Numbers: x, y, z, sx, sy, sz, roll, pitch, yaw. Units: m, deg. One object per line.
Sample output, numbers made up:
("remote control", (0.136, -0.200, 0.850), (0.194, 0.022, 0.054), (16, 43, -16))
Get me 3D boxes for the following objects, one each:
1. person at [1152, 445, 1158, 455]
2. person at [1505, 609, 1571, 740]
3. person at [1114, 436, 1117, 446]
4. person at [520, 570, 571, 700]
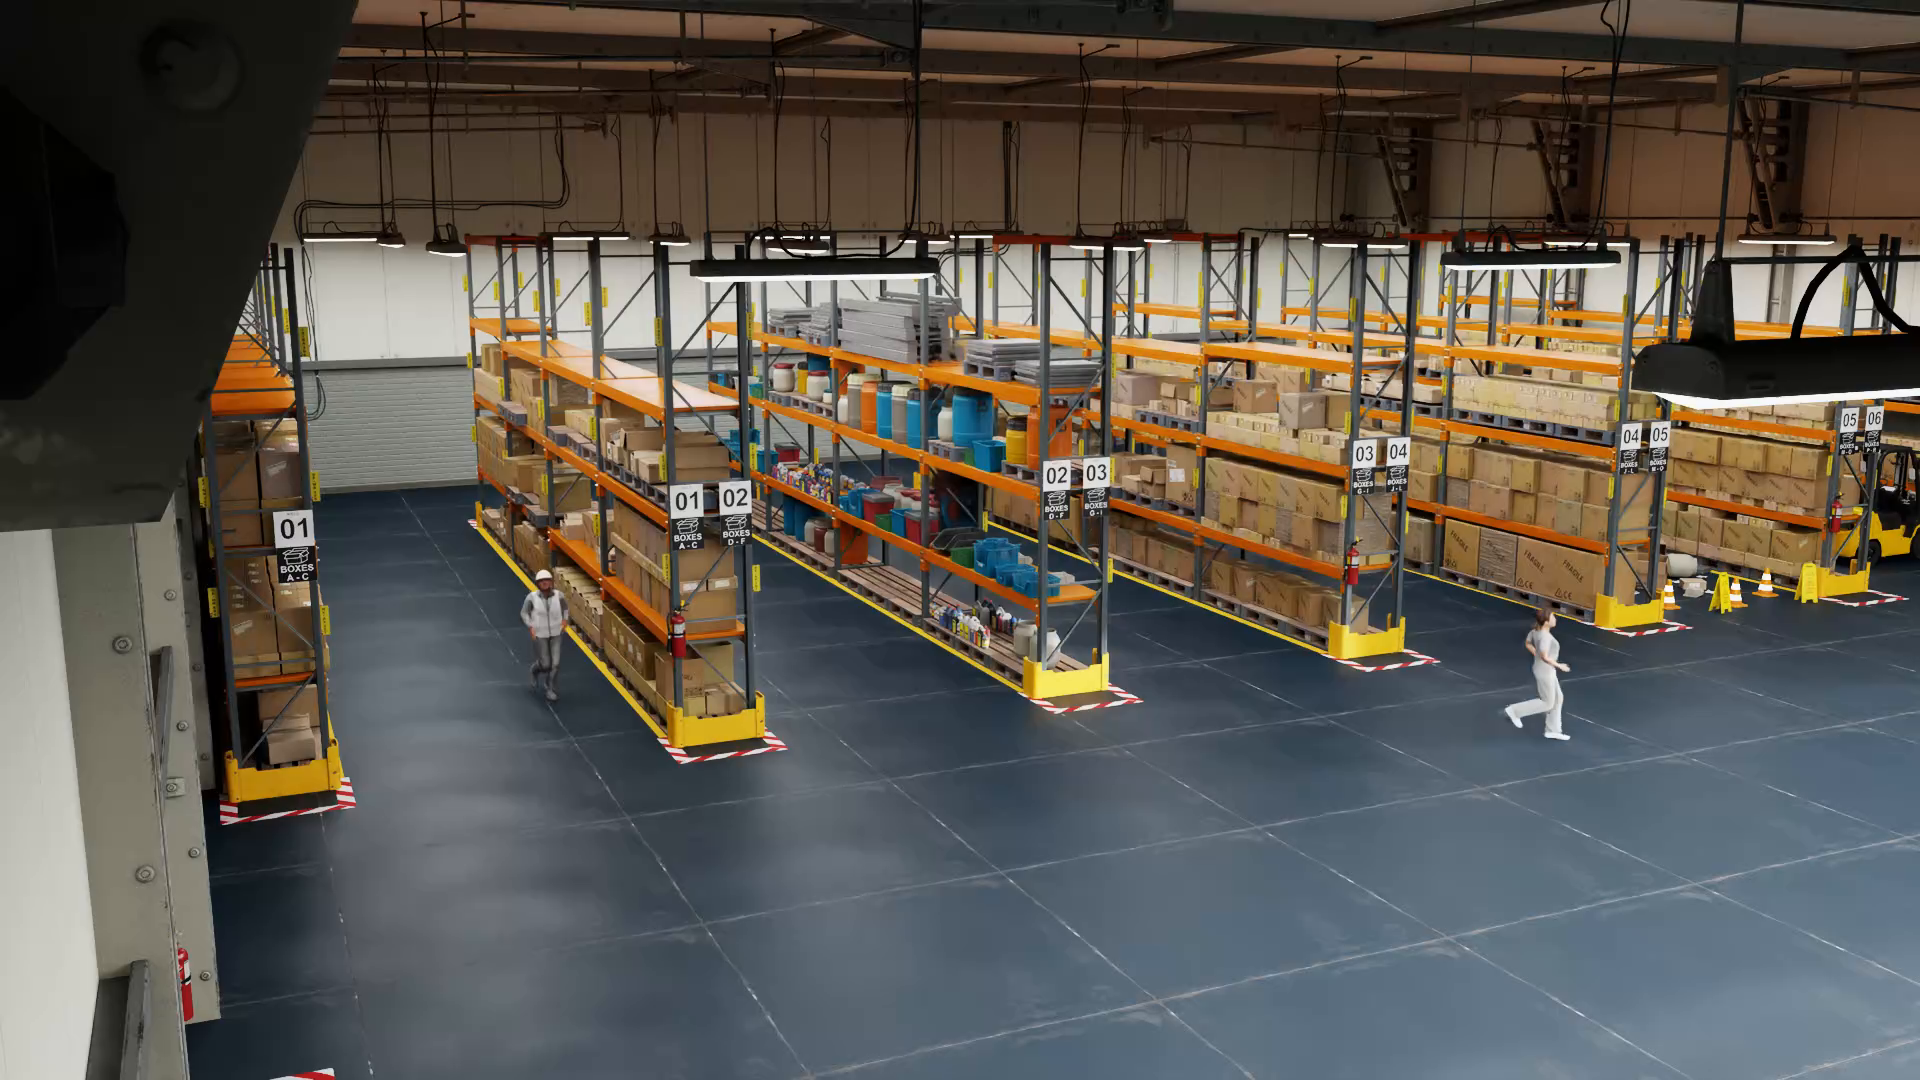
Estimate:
("person", (5.232, -2.636, 42.406), (1.060, 1.683, 0.618), (-6, 12, -28))
("person", (7.118, 1.646, 20.404), (0.809, 1.652, 0.576), (1, 11, 6))
("person", (3.725, -2.499, 41.886), (0.553, 1.555, 0.676), (3, 11, 15))
("person", (-5.495, 1.248, 22.177), (0.656, 1.746, 0.627), (-5, 12, -26))
